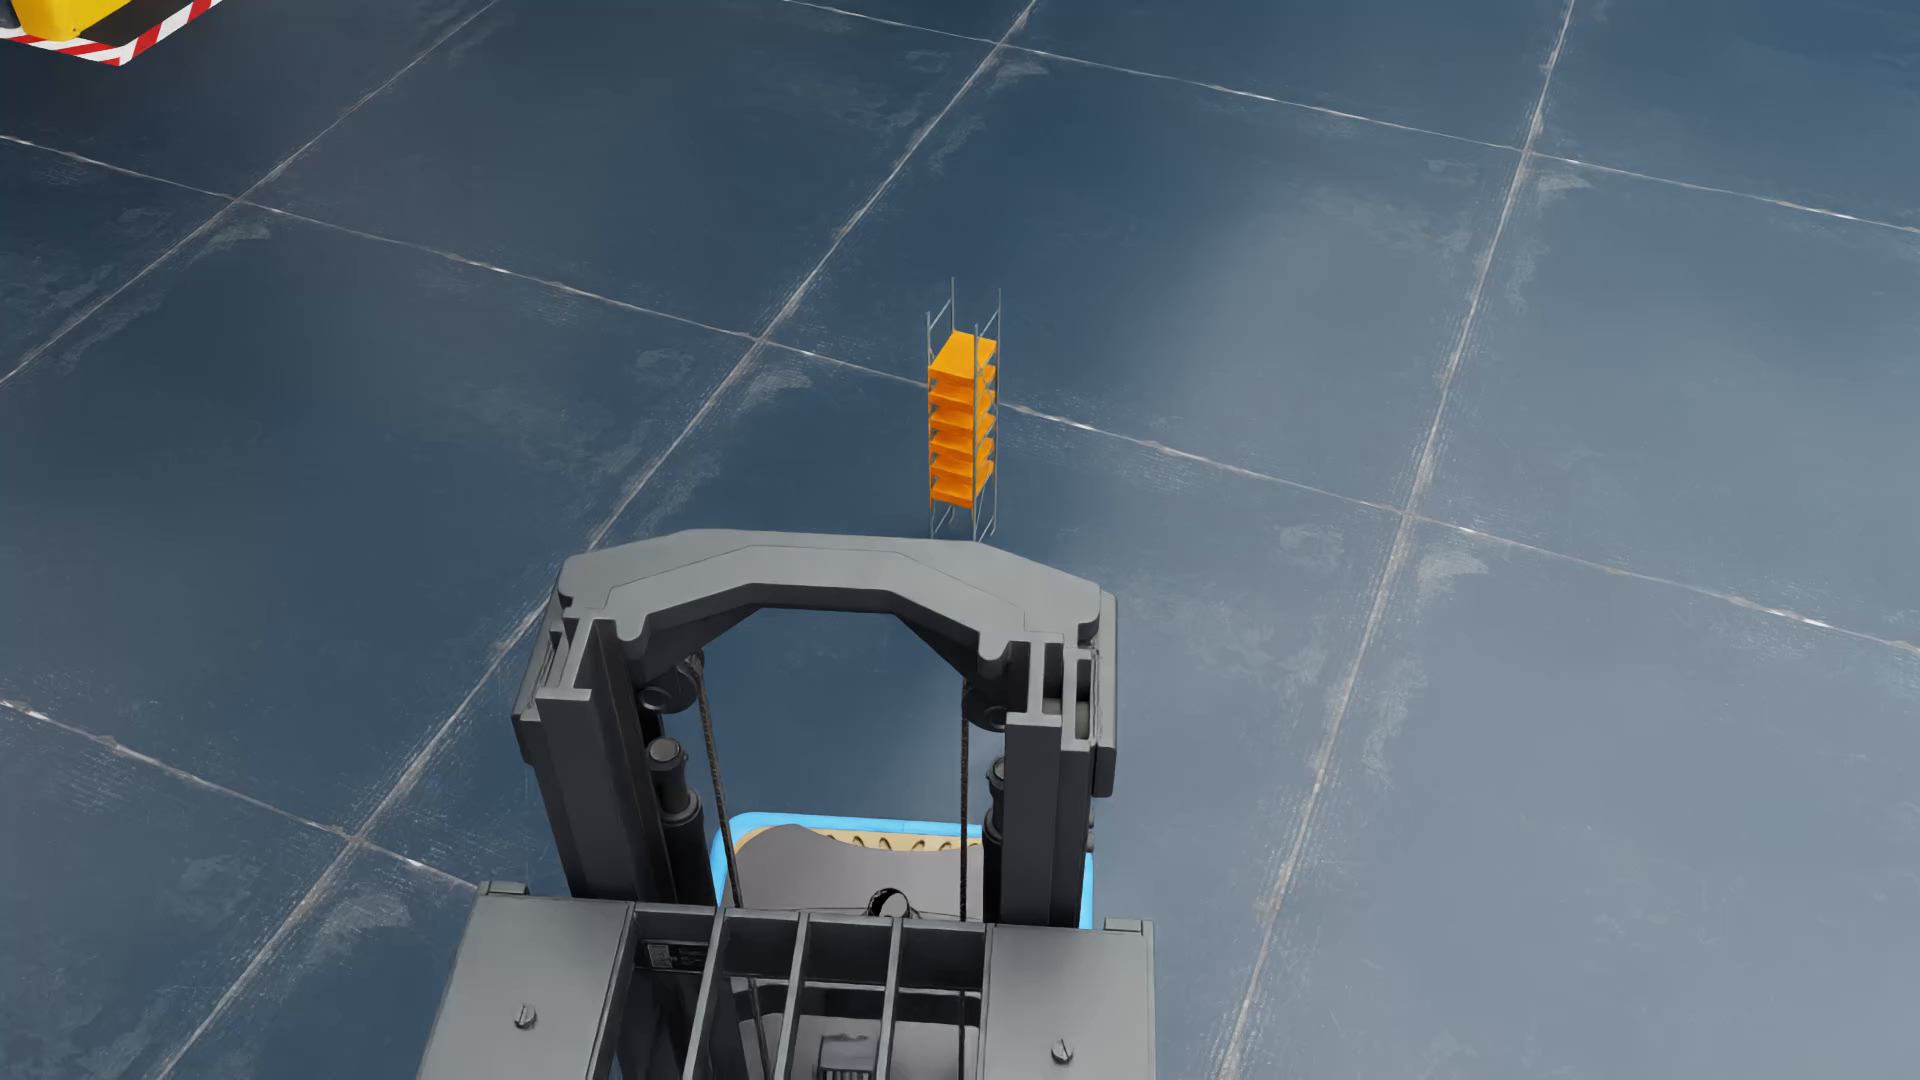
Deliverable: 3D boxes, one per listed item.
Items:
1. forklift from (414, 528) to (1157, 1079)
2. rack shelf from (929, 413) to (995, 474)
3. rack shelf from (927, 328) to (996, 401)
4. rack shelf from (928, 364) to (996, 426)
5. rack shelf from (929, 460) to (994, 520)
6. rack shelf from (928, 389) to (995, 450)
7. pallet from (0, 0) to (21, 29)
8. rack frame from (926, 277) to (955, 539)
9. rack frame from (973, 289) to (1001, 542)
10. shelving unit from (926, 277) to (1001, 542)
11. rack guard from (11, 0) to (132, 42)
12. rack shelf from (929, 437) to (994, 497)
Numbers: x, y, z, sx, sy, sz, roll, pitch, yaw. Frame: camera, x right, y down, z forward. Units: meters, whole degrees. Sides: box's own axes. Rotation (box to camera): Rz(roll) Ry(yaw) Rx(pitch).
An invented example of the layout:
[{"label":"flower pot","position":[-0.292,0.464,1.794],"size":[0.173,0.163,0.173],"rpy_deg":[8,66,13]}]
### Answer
[{"label":"forklift","position":[-0.255,1.515,3.149],"size":[1.130,2.935,3.031],"rpy_deg":[3,45,3]},{"label":"rack shelf","position":[0.013,-0.390,6.354],"size":[0.180,0.103,0.258],"rpy_deg":[16,47,16]},{"label":"rack shelf","position":[0.013,-0.645,6.100],"size":[0.180,0.103,0.258],"rpy_deg":[16,47,16]},{"label":"rack shelf","position":[0.013,-0.560,6.185],"size":[0.180,0.103,0.258],"rpy_deg":[16,47,16]},{"label":"rack shelf","position":[0.013,-0.220,6.523],"size":[0.180,0.103,0.258],"rpy_deg":[16,47,16]},{"label":"rack shelf","position":[0.013,-0.475,6.270],"size":[0.180,0.103,0.258],"rpy_deg":[16,47,16]},{"label":"pallet","position":[-5.917,-3.553,10.171],"size":[1.213,0.211,1.003],"rpy_deg":[16,47,16]},{"label":"rack frame","position":[-0.071,-0.446,6.348],"size":[0.006,1.200,0.240],"rpy_deg":[16,47,16]},{"label":"rack frame","position":[0.098,-0.397,6.298],"size":[0.006,1.200,0.240],"rpy_deg":[16,47,16]},{"label":"shelving unit","position":[0.013,-0.421,6.323],"size":[0.189,1.200,0.258],"rpy_deg":[16,47,16]},{"label":"rack guard","position":[-5.126,-3.483,9.896],"size":[0.348,0.500,1.175],"rpy_deg":[16,47,16]},{"label":"rack shelf","position":[0.013,-0.305,6.439],"size":[0.180,0.103,0.258],"rpy_deg":[16,47,16]}]
